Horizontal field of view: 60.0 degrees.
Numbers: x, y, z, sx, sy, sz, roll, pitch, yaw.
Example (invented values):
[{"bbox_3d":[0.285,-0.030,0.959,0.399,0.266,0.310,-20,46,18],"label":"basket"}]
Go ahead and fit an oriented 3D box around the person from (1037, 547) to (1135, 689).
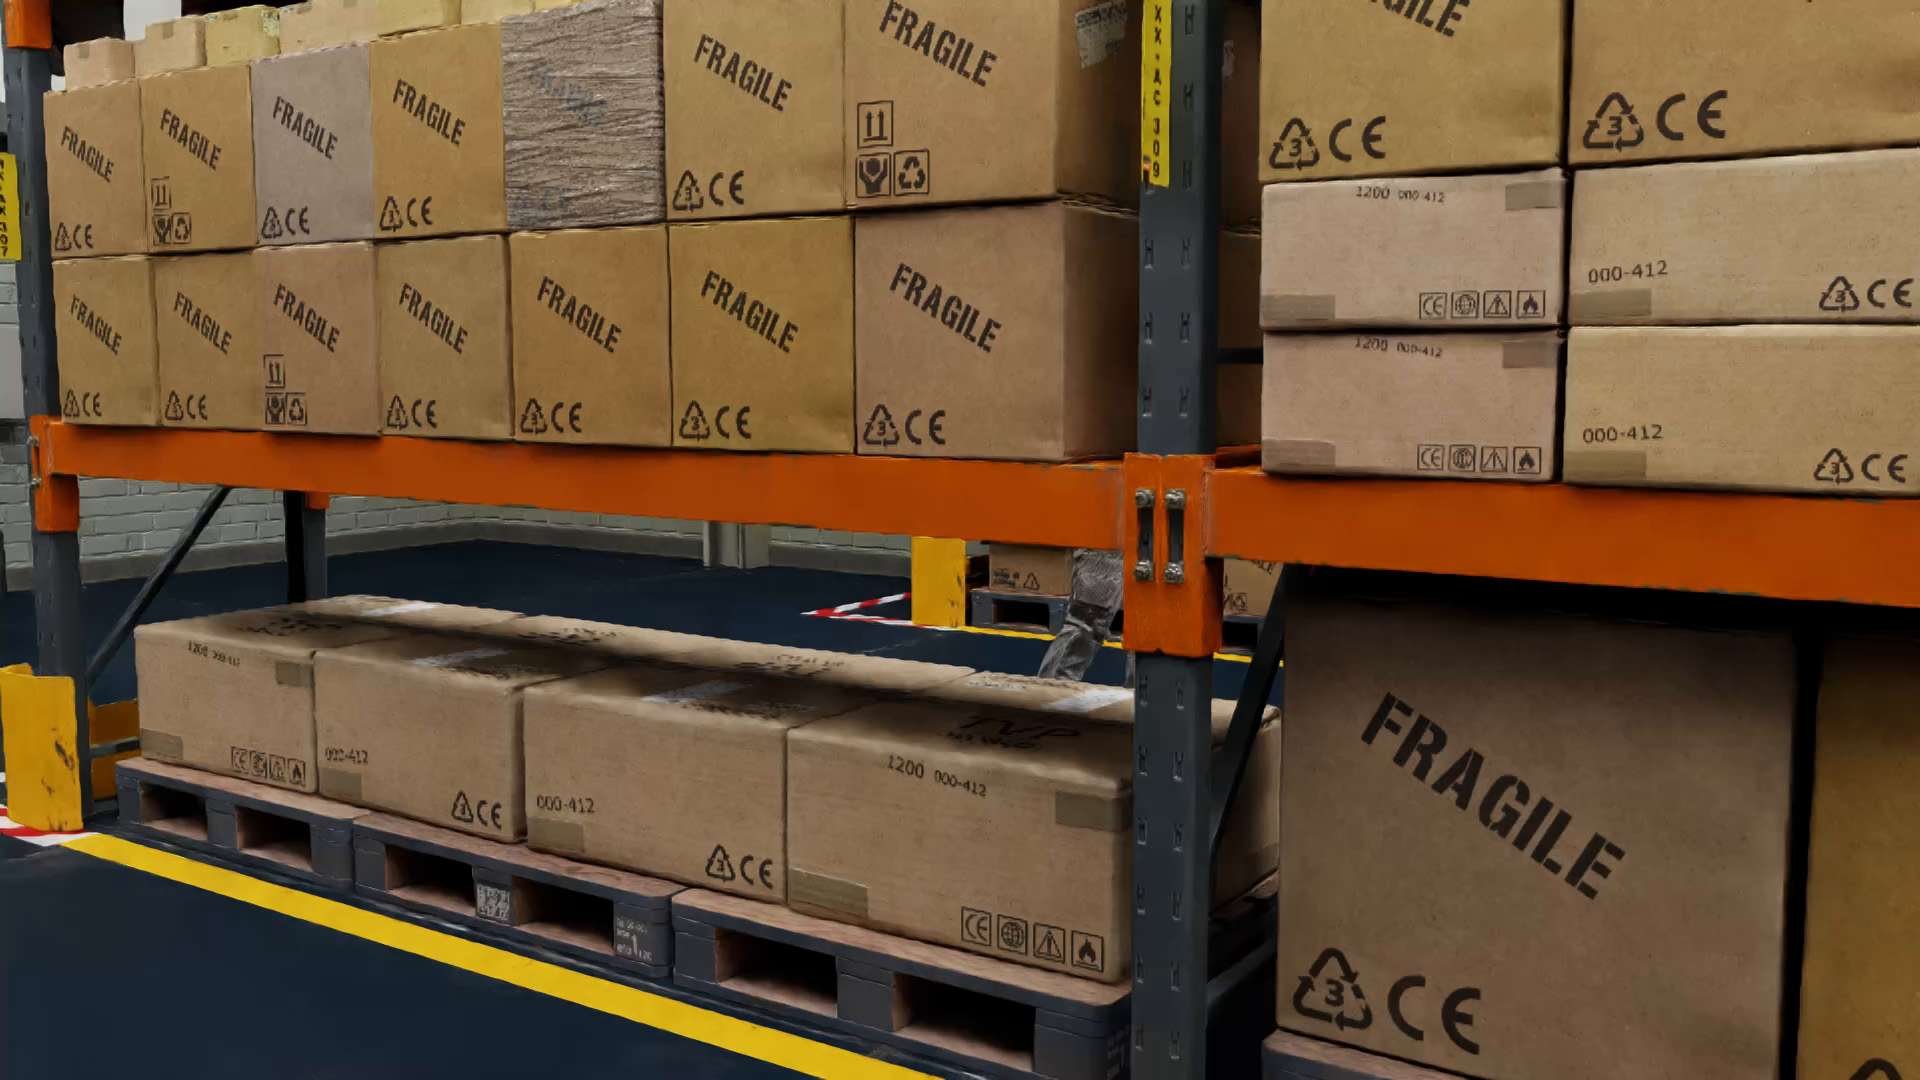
[{"bbox_3d":[0.559,-0.021,6.127,0.619,1.812,0.755,1,6,8],"label":"person"}]
